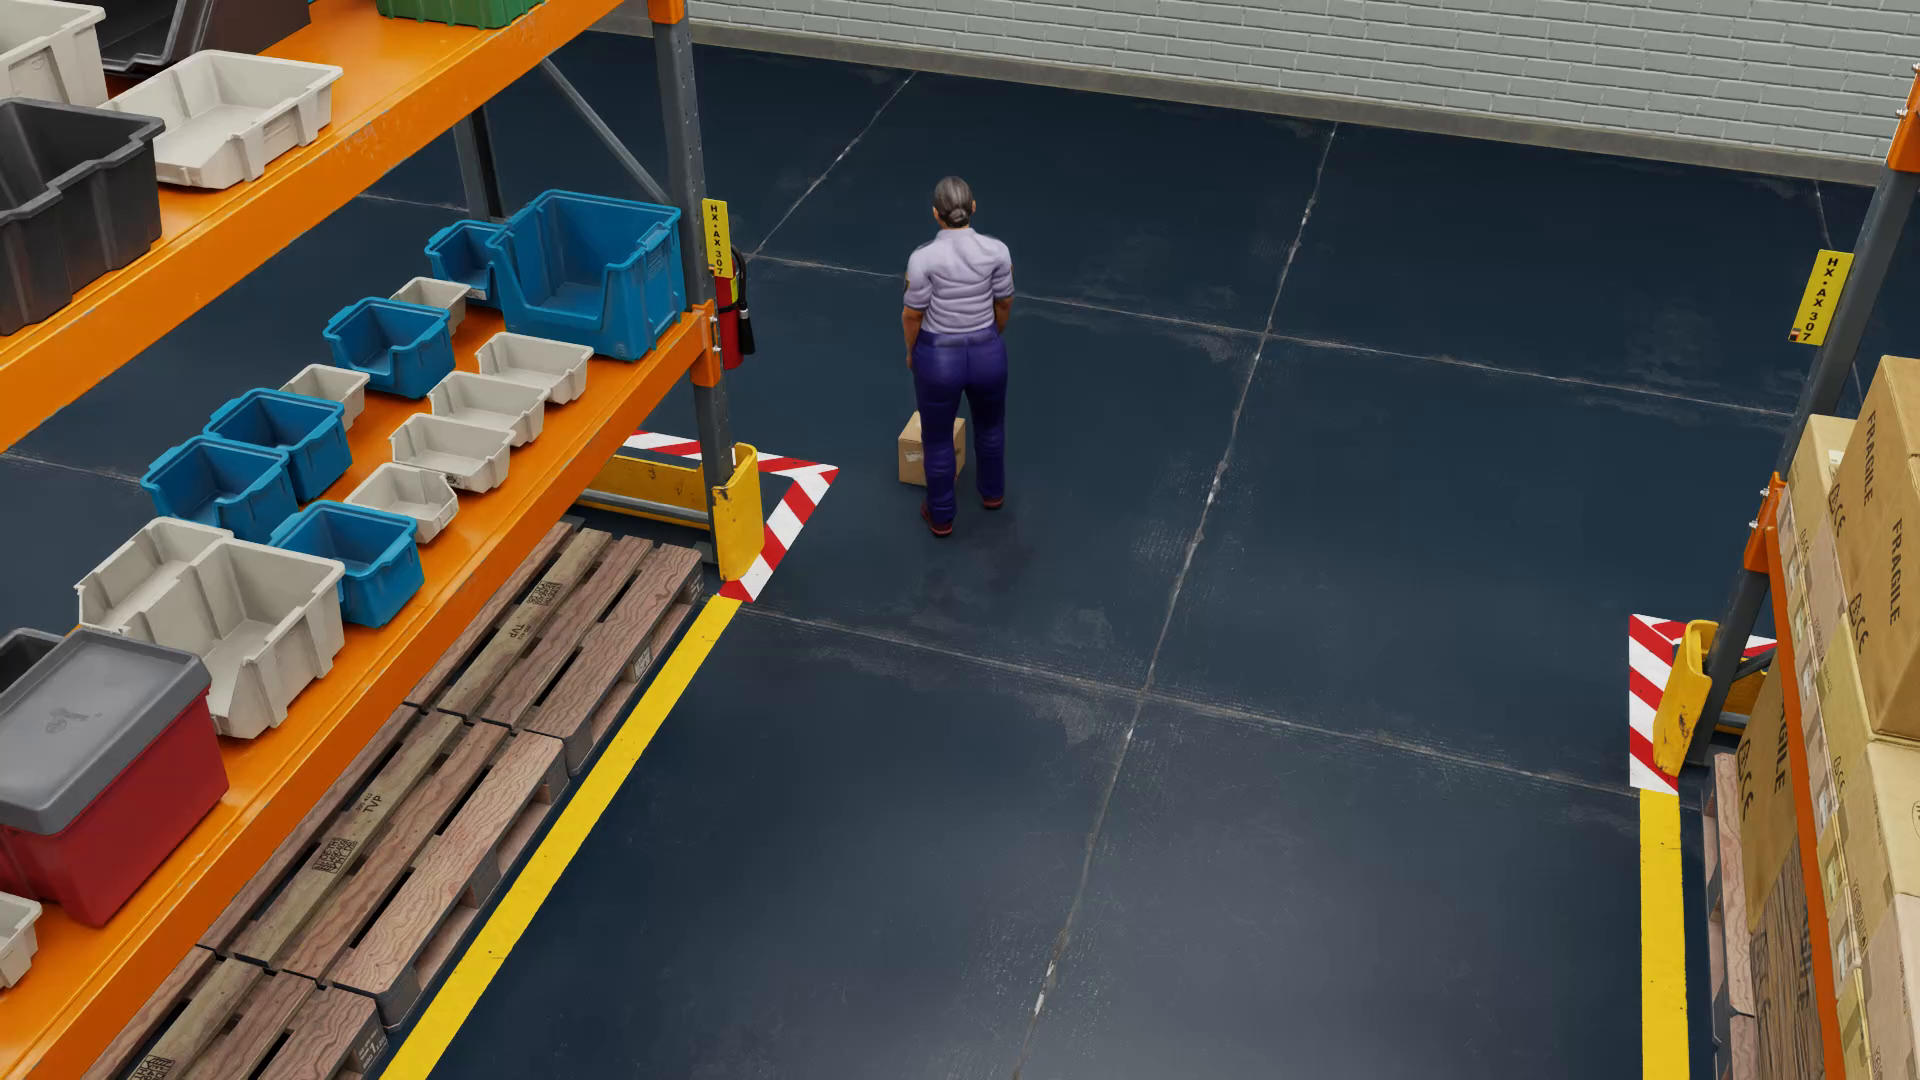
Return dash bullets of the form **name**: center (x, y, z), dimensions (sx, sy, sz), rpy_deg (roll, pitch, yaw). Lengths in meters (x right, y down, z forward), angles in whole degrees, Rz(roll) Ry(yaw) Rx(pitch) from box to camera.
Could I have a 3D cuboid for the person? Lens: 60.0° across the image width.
- **person**: center (-0.002, -0.790, 7.196), dimensions (0.523, 1.663, 0.468), rpy_deg (-11, 39, -13)
